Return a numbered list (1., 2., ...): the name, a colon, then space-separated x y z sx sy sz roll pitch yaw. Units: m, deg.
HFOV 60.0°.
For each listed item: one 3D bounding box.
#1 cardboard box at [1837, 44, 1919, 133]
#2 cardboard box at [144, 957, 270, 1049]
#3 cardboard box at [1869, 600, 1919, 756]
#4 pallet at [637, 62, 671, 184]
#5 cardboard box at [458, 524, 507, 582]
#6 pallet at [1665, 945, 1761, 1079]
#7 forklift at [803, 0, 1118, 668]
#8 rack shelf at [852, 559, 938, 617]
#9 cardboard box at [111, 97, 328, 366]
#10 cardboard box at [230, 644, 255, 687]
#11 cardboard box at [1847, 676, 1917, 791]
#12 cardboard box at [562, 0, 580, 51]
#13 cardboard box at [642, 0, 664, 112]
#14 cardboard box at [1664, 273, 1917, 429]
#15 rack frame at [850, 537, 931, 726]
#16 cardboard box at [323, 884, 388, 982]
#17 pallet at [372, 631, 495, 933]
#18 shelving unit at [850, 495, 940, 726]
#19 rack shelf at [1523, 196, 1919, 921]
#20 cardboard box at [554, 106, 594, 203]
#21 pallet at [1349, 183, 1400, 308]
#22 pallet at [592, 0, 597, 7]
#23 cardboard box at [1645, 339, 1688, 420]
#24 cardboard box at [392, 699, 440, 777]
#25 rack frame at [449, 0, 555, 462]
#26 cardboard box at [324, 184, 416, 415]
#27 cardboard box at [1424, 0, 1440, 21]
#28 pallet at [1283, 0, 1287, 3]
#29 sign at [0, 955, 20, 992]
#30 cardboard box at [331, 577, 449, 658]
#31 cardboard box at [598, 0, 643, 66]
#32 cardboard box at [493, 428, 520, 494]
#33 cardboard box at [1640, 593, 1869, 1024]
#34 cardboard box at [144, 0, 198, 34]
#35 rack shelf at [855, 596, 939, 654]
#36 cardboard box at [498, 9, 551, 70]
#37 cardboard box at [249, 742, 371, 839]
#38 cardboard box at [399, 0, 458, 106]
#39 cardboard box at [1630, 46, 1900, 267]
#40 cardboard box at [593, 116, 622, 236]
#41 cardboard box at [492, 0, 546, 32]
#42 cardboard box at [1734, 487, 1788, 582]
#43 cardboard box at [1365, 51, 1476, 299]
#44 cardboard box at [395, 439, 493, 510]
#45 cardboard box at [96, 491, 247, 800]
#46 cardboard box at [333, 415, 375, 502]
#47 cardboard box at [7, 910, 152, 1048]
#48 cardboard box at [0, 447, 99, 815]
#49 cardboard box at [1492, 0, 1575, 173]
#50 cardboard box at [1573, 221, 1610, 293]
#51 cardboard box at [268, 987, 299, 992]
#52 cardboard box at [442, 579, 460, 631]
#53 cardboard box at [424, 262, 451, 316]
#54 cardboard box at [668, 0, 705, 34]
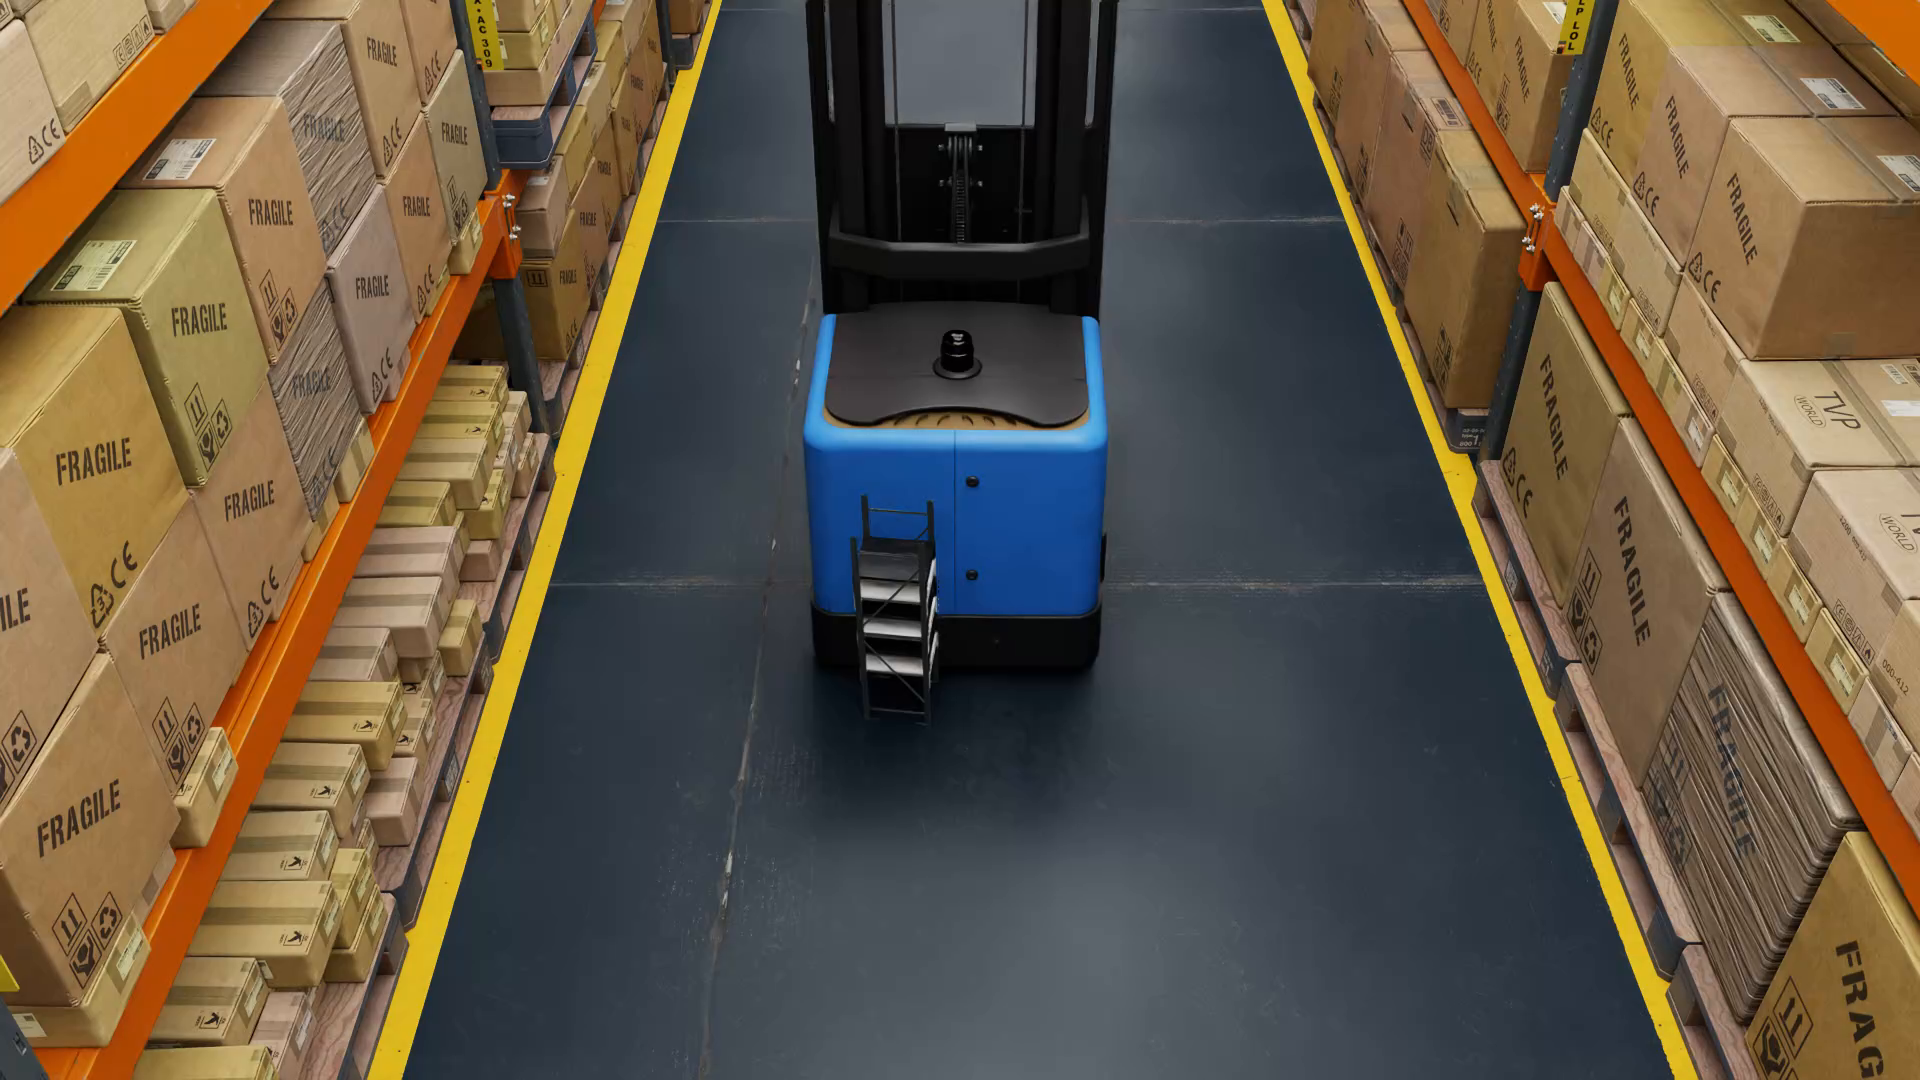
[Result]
1. cardboard box: 2.971 -1.187 5.114 0.500 0.500 0.500 0 39 0
2. cardboard box: -2.030 1.221 4.296 0.380 0.149 0.250 1 39 1
3. cardboard box: 2.445 0.387 3.751 0.500 0.250 0.500 -1 39 -1
4. pallet: -2.259 -2.421 9.602 1.003 0.211 1.213 0 39 0
5. cardboard box: -1.931 0.025 6.264 0.380 0.149 0.250 -1 39 -2
6. pallet: 2.632 1.653 4.519 1.003 0.211 1.213 0 39 0
7. forklift: 0.009 -1.574 6.370 1.130 2.935 3.031 1 39 1
8. rack shelf: -0.216 0.151 5.596 0.258 0.077 0.200 5 44 6
9. cardboard box: -1.973 -0.781 4.208 0.500 0.500 0.500 -1 39 -1
10. cardboard box: -2.023 0.241 4.251 0.380 0.149 0.250 0 39 0
11. cardboard box: 2.381 0.464 3.974 0.380 0.149 0.250 1 39 1
12. cardboard box: -1.796 -2.139 6.885 0.380 0.149 0.250 0 39 0
13. cardboard box: -1.996 -2.775 9.477 0.500 0.500 0.500 0 39 0
14. cardboard box: 2.447 -0.566 4.939 0.500 0.250 0.500 1 39 1
15. rack frame: -0.228 0.327 5.625 0.240 0.900 0.006 5 44 6
16. cardboard box: -1.909 1.147 4.864 0.380 0.149 0.250 0 39 1
17. pallet: -2.213 0.776 5.612 1.003 0.211 1.213 0 39 0
18. shelving unit: -0.215 0.257 5.697 0.258 0.900 0.210 5 44 6
19. rack shelf: 2.709 0.095 4.809 1.077 0.370 4.000 0 39 0
20. cardboard box: -1.993 -1.773 7.627 0.500 0.250 0.500 1 39 1
21. pallet: 2.626 -1.596 8.573 1.003 0.211 1.213 0 39 0
22. pallet: -2.215 -2.685 7.855 1.003 0.211 1.213 0 39 0
23. cardboard box: 2.378 -0.500 5.176 0.380 0.149 0.250 -1 39 -1
24. cardboard box: -1.944 0.658 5.474 0.380 0.149 0.250 0 39 0
25. rack frame: -2.253 -1.497 6.219 1.000 3.000 0.127 0 39 0
26. cardboard box: -1.972 -0.714 4.924 0.500 0.500 0.500 0 39 0
27. cardboard box: 2.436 -2.718 7.663 0.500 0.500 0.500 0 39 0
28. pallet: 2.704 -4.100 11.697 1.003 0.211 1.213 0 39 0
29. sign: -1.706 0.667 2.827 0.100 0.325 0.005 0 39 0
30. cardboard box: -1.918 0.258 5.498 0.380 0.149 0.250 -1 39 -2
31. cardboard box: -1.984 -2.736 8.829 0.500 0.250 0.500 0 39 1
32. cardboard box: -1.922 -0.298 6.429 0.380 0.149 0.250 -2 39 -2
33. cardboard box: 2.629 0.760 4.766 0.875 0.875 0.875 0 39 0
34. cardboard box: -1.993 -1.362 3.772 0.500 0.250 0.500 0 39 0
35. rack shelf: -0.214 0.281 5.720 0.258 0.077 0.200 5 44 6
36. cardboard box: -1.794 -1.925 6.381 0.380 0.149 0.250 1 39 1
37. cardboard box: -1.976 0.735 4.902 0.380 0.149 0.250 1 39 2
38. cardboard box: -1.982 -1.748 5.415 0.500 0.500 0.500 -1 39 -2
39. cardboard box: 2.444 -1.179 5.106 0.500 0.500 0.500 0 39 0
40. cardboard box: -2.005 -1.806 8.268 0.500 0.500 0.500 1 39 1
41. cardboard box: -1.794 -2.041 6.288 0.380 0.149 0.250 2 39 2
42. cardboard box: 2.380 -0.016 4.572 0.380 0.149 0.250 1 39 1
43. cardboard box: 2.684 -1.731 7.874 1.225 0.875 0.875 -1 39 -2
44. cardboard box: -1.945 -0.242 6.122 0.380 0.149 0.250 0 39 0
45. cardboard box: -1.999 0.234 3.741 0.500 0.500 0.500 0 39 0
46. cardboard box: -1.945 -0.242 4.855 0.380 0.149 0.250 1 39 1
47. cardboard box: -1.921 0.900 3.429 0.380 0.149 0.250 0 39 0
48. cardboard box: -1.984 0.179 3.011 0.500 0.500 0.500 0 39 0
49. cardboard box: 2.433 -1.768 6.478 0.500 0.500 0.500 0 39 0
50. cardboard box: 2.375 -0.989 5.787 0.380 0.149 0.250 -1 39 -2
51. cardboard box: -2.025 1.185 4.578 0.380 0.149 0.250 0 39 1
52. cardboard box: -1.982 0.186 5.826 0.380 0.149 0.250 1 39 1
53. cardboard box: -1.969 -0.892 5.665 0.380 0.149 0.250 1 39 2
54. cardboard box: -2.169 -3.665 10.388 1.050 0.750 0.750 -1 39 -1
